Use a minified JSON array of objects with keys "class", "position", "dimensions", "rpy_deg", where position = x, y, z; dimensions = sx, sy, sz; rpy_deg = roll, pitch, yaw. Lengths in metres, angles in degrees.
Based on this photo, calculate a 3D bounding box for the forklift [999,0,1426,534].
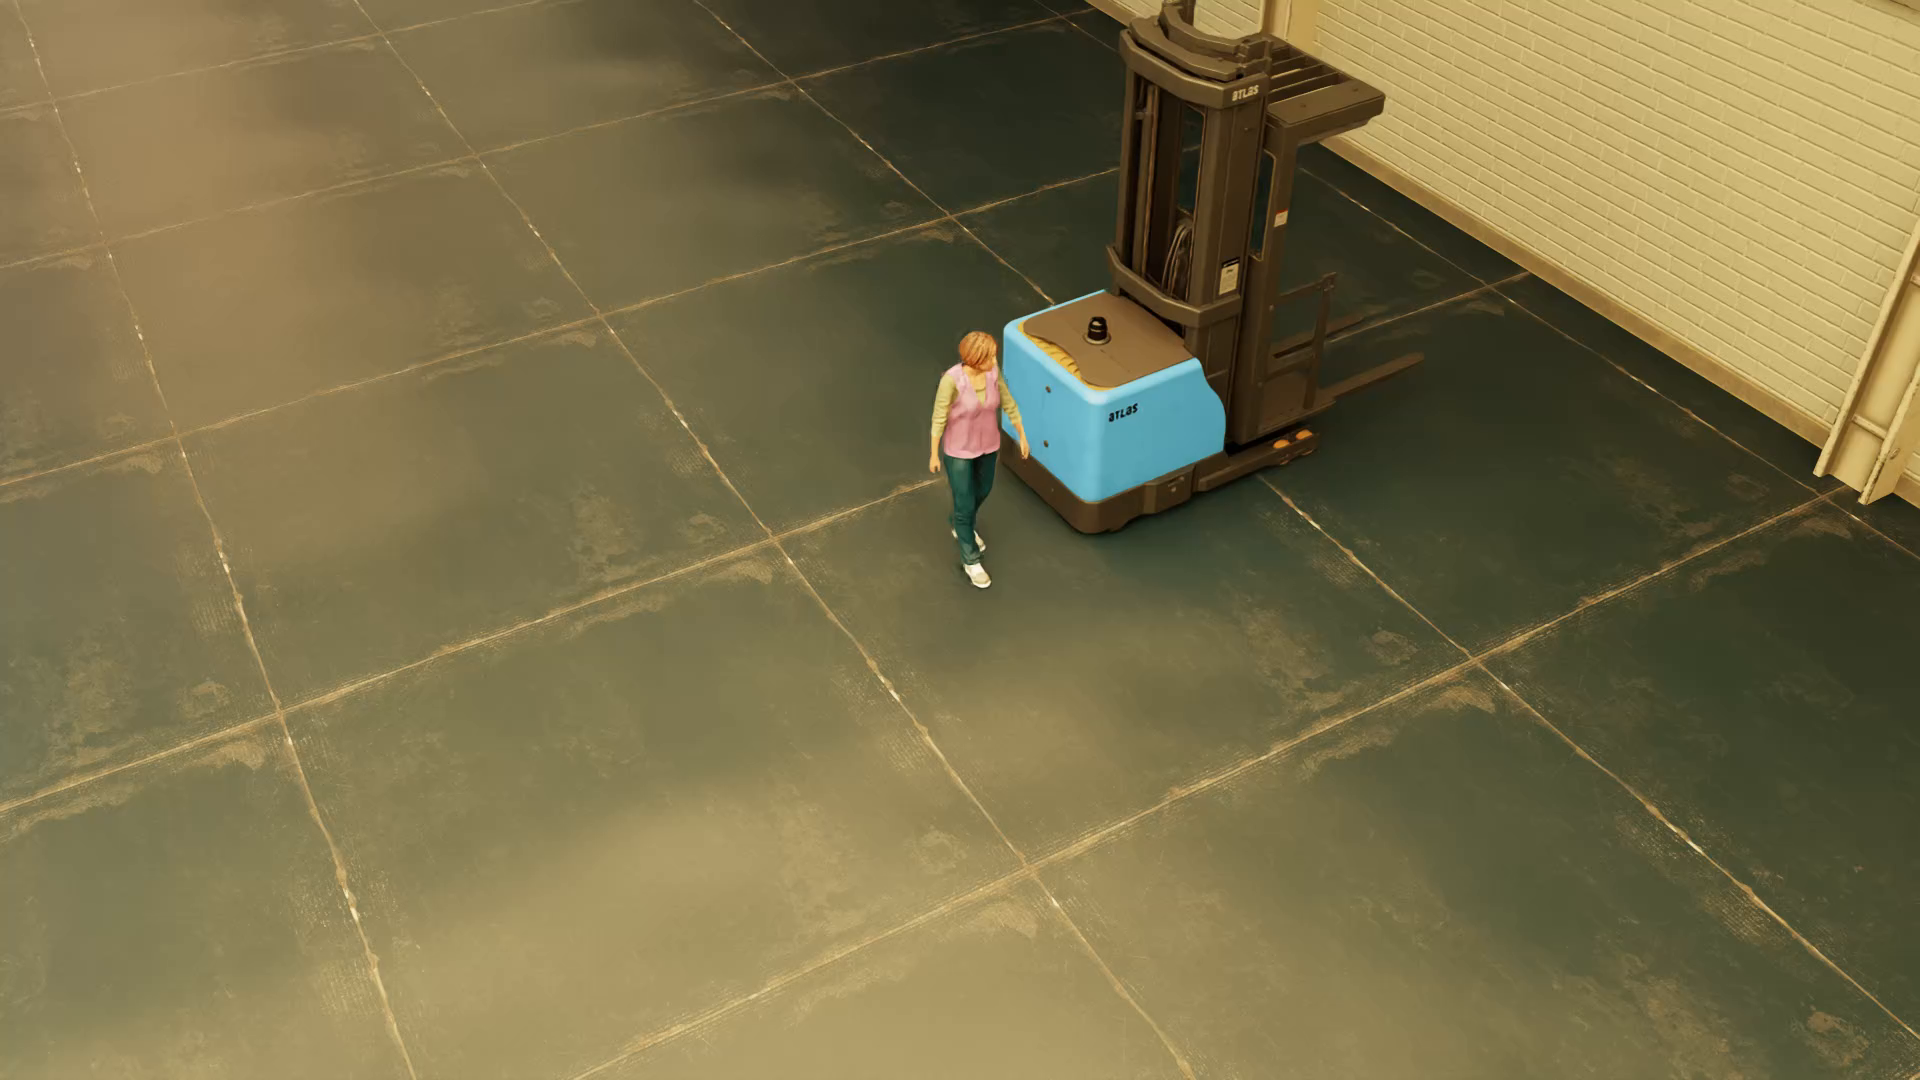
[{"class":"forklift","position":[1.772,-1.885,10.309],"dimensions":[3.031,2.935,1.130],"rpy_deg":[-22,45,-24]}]

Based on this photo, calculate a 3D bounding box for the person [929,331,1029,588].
[{"class":"person","position":[0.121,-0.506,9.713],"dimensions":[0.566,1.575,0.603],"rpy_deg":[-24,45,-26]}]
